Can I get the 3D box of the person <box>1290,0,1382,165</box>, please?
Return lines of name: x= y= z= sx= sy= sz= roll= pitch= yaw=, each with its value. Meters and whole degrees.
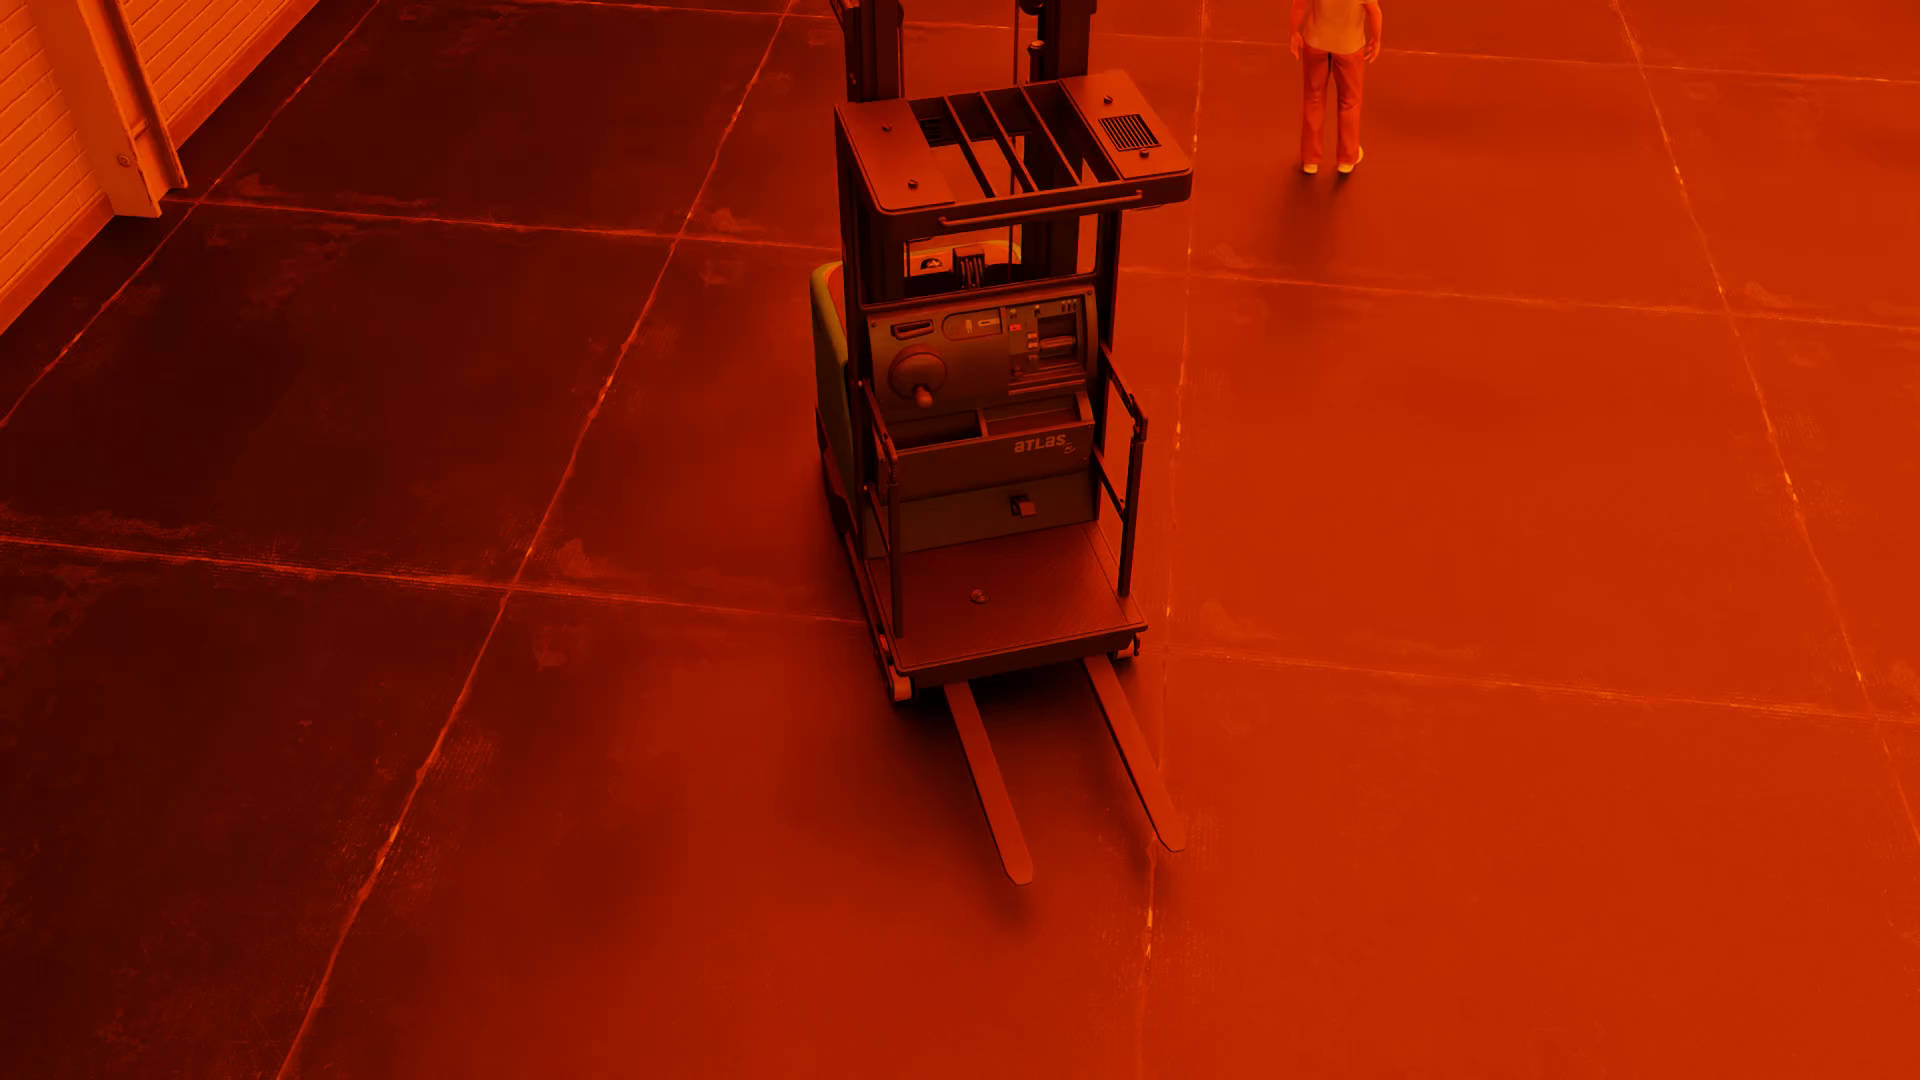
person: x=2.206 y=-2.950 z=9.810 sx=0.537 sy=1.611 sz=0.407 roll=14 pitch=44 yaw=14

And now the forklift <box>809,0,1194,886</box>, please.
forklift: x=0.153 y=-0.681 z=6.465 sx=1.130 sy=2.935 sz=3.031 roll=-10 pitch=44 yaw=-11
